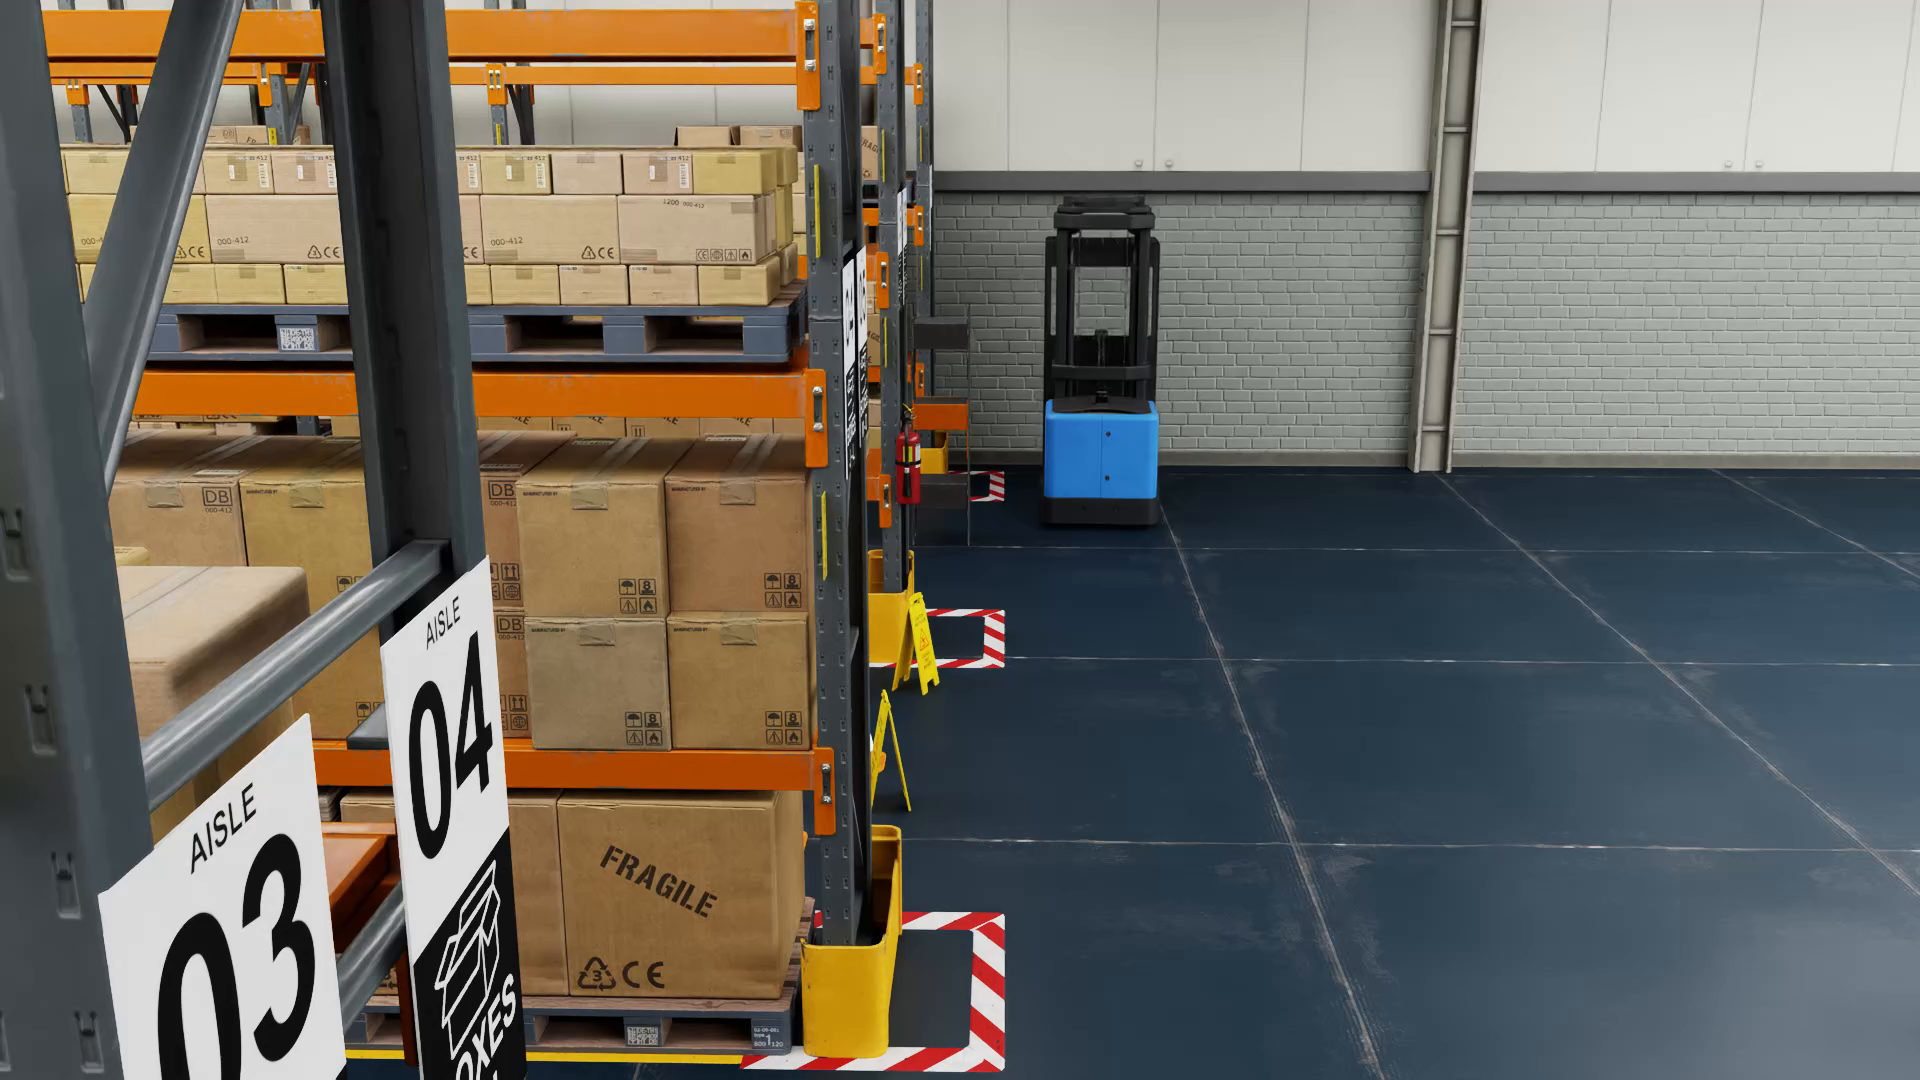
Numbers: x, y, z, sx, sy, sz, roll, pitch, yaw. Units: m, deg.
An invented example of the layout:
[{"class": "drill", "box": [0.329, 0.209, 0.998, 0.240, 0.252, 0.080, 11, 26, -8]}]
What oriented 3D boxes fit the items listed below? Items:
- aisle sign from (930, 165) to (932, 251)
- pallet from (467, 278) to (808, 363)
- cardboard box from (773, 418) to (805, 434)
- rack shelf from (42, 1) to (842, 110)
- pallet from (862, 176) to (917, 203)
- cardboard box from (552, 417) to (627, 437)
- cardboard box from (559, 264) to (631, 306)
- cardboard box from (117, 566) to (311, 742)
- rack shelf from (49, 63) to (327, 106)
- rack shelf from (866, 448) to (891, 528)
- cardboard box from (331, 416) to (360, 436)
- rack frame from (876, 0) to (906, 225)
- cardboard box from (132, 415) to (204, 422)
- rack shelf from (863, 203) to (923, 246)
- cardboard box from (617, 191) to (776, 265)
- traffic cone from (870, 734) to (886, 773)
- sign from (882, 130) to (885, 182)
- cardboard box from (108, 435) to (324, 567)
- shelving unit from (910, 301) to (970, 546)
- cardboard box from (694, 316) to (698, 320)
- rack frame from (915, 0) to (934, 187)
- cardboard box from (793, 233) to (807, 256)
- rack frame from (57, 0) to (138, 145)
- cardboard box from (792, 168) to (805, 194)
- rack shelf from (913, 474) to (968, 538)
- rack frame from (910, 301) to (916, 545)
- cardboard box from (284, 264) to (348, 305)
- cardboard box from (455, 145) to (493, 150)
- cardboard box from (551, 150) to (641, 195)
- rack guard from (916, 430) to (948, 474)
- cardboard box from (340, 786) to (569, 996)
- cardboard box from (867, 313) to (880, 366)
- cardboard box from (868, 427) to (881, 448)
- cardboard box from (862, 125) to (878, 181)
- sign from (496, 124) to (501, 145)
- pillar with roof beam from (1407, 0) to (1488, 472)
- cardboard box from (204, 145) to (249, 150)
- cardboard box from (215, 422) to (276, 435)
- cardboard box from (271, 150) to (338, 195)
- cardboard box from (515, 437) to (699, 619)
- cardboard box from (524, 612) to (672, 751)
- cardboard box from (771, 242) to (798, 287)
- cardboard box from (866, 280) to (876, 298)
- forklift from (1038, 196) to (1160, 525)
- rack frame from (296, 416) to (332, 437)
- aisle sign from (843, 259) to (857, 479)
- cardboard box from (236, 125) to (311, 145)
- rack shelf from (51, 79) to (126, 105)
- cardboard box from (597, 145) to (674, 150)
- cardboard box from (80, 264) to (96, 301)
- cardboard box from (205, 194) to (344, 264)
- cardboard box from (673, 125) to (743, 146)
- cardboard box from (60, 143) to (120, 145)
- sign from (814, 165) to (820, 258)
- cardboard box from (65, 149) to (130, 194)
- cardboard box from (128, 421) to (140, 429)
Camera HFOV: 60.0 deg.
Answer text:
[{"class": "aisle sign", "box": [-0.278, -3.190, 15.956, 0.004, 0.787, 0.394, 0, 15, 1]}, {"class": "pallet", "box": [-1.226, -0.889, 6.625, 1.213, 0.211, 1.003, 0, 15, 1]}, {"class": "cardboard box", "box": [-1.009, -0.868, 11.471, 0.500, 0.500, 0.500, 0, 15, 0]}, {"class": "rack shelf", "box": [-2.484, -1.852, 6.415, 4.000, 0.370, 1.077, 0, 15, 1]}, {"class": "pallet", "box": [-1.042, -3.427, 16.244, 1.213, 0.211, 1.003, 0, 15, 1]}, {"class": "cardboard box", "box": [-2.515, -0.885, 11.535, 0.500, 0.500, 0.500, 1, 15, 2]}, {"class": "cardboard box", "box": [-1.334, -0.979, 6.264, 0.250, 0.149, 0.380, 1, 15, 2]}, {"class": "cardboard box", "box": [-0.981, 0.153, 2.012, 0.250, 0.149, 0.380, 0, 15, 1]}, {"class": "rack shelf", "box": [-6.457, -3.141, 11.300, 4.000, 0.370, 1.077, 0, 15, 1]}, {"class": "rack shelf", "box": [-2.458, -0.408, 11.916, 4.000, 0.370, 1.077, 0, 15, 1]}, {"class": "cardboard box", "box": [-4.025, -0.887, 11.543, 0.500, 0.500, 0.500, 0, 15, 1]}, {"class": "rack frame", "box": [-0.459, -3.643, 11.010, 0.127, 3.000, 1.000, 0, 15, 1]}, {"class": "cardboard box", "box": [-5.421, -1.111, 11.570, 0.500, 0.500, 0.500, 0, 15, 2]}, {"class": "rack shelf", "box": [-2.335, -3.124, 16.331, 4.000, 0.370, 1.077, 0, 15, 1]}, {"class": "cardboard box", "box": [-0.981, -1.185, 6.262, 0.500, 0.250, 0.500, 1, 15, 2]}, {"class": "traffic cone", "box": [-0.610, 1.095, 9.781, 0.334, 0.463, 0.336, 0, 15, 1]}, {"class": "sign", "box": [-0.493, -2.480, 10.743, 0.005, 0.325, 0.100, 0, 15, 1]}, {"class": "cardboard box", "box": [-3.026, -0.077, 6.840, 0.550, 0.550, 0.875, 0, 15, 1]}, {"class": "shelving unit", "box": [-0.165, -1.016, 14.576, 0.503, 2.100, 0.431, 0, 15, 1]}, {"class": "cardboard box", "box": [-1.993, -1.348, 11.331, 0.500, 0.500, 0.700, 0, 15, 1]}, {"class": "rack frame", "box": [-0.336, -4.909, 15.808, 0.127, 3.000, 1.000, 0, 15, 1]}, {"class": "cardboard box", "box": [-1.072, -1.996, 11.137, 0.250, 0.149, 0.380, 0, 15, 2]}, {"class": "rack frame", "box": [-8.333, -4.961, 16.005, 0.127, 3.000, 1.000, 0, 15, 1]}, {"class": "cardboard box", "box": [-1.061, -2.396, 11.089, 0.250, 0.149, 0.380, 1, 15, 2]}, {"class": "rack shelf", "box": [-0.165, -0.326, 14.758, 0.480, 0.518, 0.431, 0, 15, 1]}, {"class": "rack frame", "box": [-0.409, -1.018, 14.582, 0.015, 2.100, 0.400, 0, 15, 1]}, {"class": "cardboard box", "box": [-2.350, -0.986, 6.290, 0.250, 0.149, 0.380, 1, 15, 2]}, {"class": "cardboard box", "box": [-2.081, -1.537, 6.817, 0.250, 0.149, 0.380, 0, 15, 1]}, {"class": "cardboard box", "box": [-1.336, -1.365, 6.163, 0.250, 0.149, 0.380, 1, 15, 2]}, {"class": "rack guard", "box": [-0.312, -0.800, 16.891, 0.348, 0.500, 1.175, 0, 15, 1]}, {"class": "cardboard box", "box": [-2.044, 1.352, 7.178, 0.875, 0.875, 0.875, 0, 15, 1]}, {"class": "cardboard box", "box": [-0.835, -1.993, 16.318, 0.500, 0.500, 0.500, 0, 15, 0]}, {"class": "cardboard box", "box": [-0.831, -1.047, 16.516, 0.500, 0.250, 0.500, 0, 15, 1]}, {"class": "cardboard box", "box": [-0.785, -3.699, 15.886, 0.500, 0.500, 0.500, 1, 15, 3]}, {"class": "sign", "box": [-4.339, -3.749, 15.658, 0.005, 0.325, 0.100, 0, 15, 1]}, {"class": "pillar with roof beam", "box": [4.879, -4.007, 12.387, 0.400, 9.000, 9.100, 0, 15, 1]}, {"class": "cardboard box", "box": [-3.096, -1.544, 6.843, 0.250, 0.149, 0.380, 0, 15, 2]}, {"class": "cardboard box", "box": [-4.979, -0.783, 11.598, 0.250, 0.149, 0.380, 1, 15, 2]}, {"class": "cardboard box", "box": [-2.355, -1.371, 6.187, 0.250, 0.149, 0.380, 0, 15, 2]}, {"class": "cardboard box", "box": [-1.407, -0.067, 6.802, 0.550, 0.550, 0.875, 0, 15, 1]}, {"class": "cardboard box", "box": [-1.407, 0.459, 6.926, 0.550, 0.550, 0.875, 0, 15, 1]}, {"class": "cardboard box", "box": [-0.819, -1.144, 6.889, 0.250, 0.149, 0.380, 0, 15, 2]}, {"class": "cardboard box", "box": [-0.947, -2.457, 16.221, 0.250, 0.149, 0.380, 0, 15, 2]}, {"class": "forklift", "box": [1.361, -1.877, 16.208, 1.130, 2.935, 3.031, 1, 15, 3]}, {"class": "rack frame", "box": [-4.458, -0.769, 11.874, 0.127, 3.000, 1.000, 0, 15, 1]}, {"class": "aisle sign", "box": [-0.421, -0.660, 6.364, 0.004, 0.787, 0.394, 0, 15, 1]}, {"class": "cardboard box", "box": [-6.598, -3.737, 16.030, 0.500, 0.500, 0.500, 1, 15, 3]}, {"class": "rack shelf", "box": [-10.333, -4.433, 16.197, 4.000, 0.370, 1.077, 0, 15, 1]}, {"class": "cardboard box", "box": [-1.316, -1.532, 6.798, 0.250, 0.149, 0.380, 0, 15, 1]}, {"class": "cardboard box", "box": [-3.111, -0.991, 6.309, 0.250, 0.149, 0.380, 0, 15, 1]}, {"class": "cardboard box", "box": [-2.487, -1.195, 6.301, 0.500, 0.250, 0.500, 1, 15, 2]}, {"class": "cardboard box", "box": [-2.390, -3.747, 16.059, 0.637, 0.503, 0.797, 1, 15, 3]}, {"class": "cardboard box", "box": [-6.061, -2.564, 11.288, 0.500, 0.250, 0.500, 1, 15, 2]}, {"class": "sign", "box": [-0.512, -1.182, 5.978, 0.005, 0.325, 0.100, 0, 15, 1]}, {"class": "cardboard box", "box": [-3.109, -1.376, 6.207, 0.250, 0.149, 0.380, 1, 15, 2]}, {"class": "cardboard box", "box": [-5.756, -0.783, 11.596, 0.250, 0.149, 0.380, 0, 15, 2]}]
